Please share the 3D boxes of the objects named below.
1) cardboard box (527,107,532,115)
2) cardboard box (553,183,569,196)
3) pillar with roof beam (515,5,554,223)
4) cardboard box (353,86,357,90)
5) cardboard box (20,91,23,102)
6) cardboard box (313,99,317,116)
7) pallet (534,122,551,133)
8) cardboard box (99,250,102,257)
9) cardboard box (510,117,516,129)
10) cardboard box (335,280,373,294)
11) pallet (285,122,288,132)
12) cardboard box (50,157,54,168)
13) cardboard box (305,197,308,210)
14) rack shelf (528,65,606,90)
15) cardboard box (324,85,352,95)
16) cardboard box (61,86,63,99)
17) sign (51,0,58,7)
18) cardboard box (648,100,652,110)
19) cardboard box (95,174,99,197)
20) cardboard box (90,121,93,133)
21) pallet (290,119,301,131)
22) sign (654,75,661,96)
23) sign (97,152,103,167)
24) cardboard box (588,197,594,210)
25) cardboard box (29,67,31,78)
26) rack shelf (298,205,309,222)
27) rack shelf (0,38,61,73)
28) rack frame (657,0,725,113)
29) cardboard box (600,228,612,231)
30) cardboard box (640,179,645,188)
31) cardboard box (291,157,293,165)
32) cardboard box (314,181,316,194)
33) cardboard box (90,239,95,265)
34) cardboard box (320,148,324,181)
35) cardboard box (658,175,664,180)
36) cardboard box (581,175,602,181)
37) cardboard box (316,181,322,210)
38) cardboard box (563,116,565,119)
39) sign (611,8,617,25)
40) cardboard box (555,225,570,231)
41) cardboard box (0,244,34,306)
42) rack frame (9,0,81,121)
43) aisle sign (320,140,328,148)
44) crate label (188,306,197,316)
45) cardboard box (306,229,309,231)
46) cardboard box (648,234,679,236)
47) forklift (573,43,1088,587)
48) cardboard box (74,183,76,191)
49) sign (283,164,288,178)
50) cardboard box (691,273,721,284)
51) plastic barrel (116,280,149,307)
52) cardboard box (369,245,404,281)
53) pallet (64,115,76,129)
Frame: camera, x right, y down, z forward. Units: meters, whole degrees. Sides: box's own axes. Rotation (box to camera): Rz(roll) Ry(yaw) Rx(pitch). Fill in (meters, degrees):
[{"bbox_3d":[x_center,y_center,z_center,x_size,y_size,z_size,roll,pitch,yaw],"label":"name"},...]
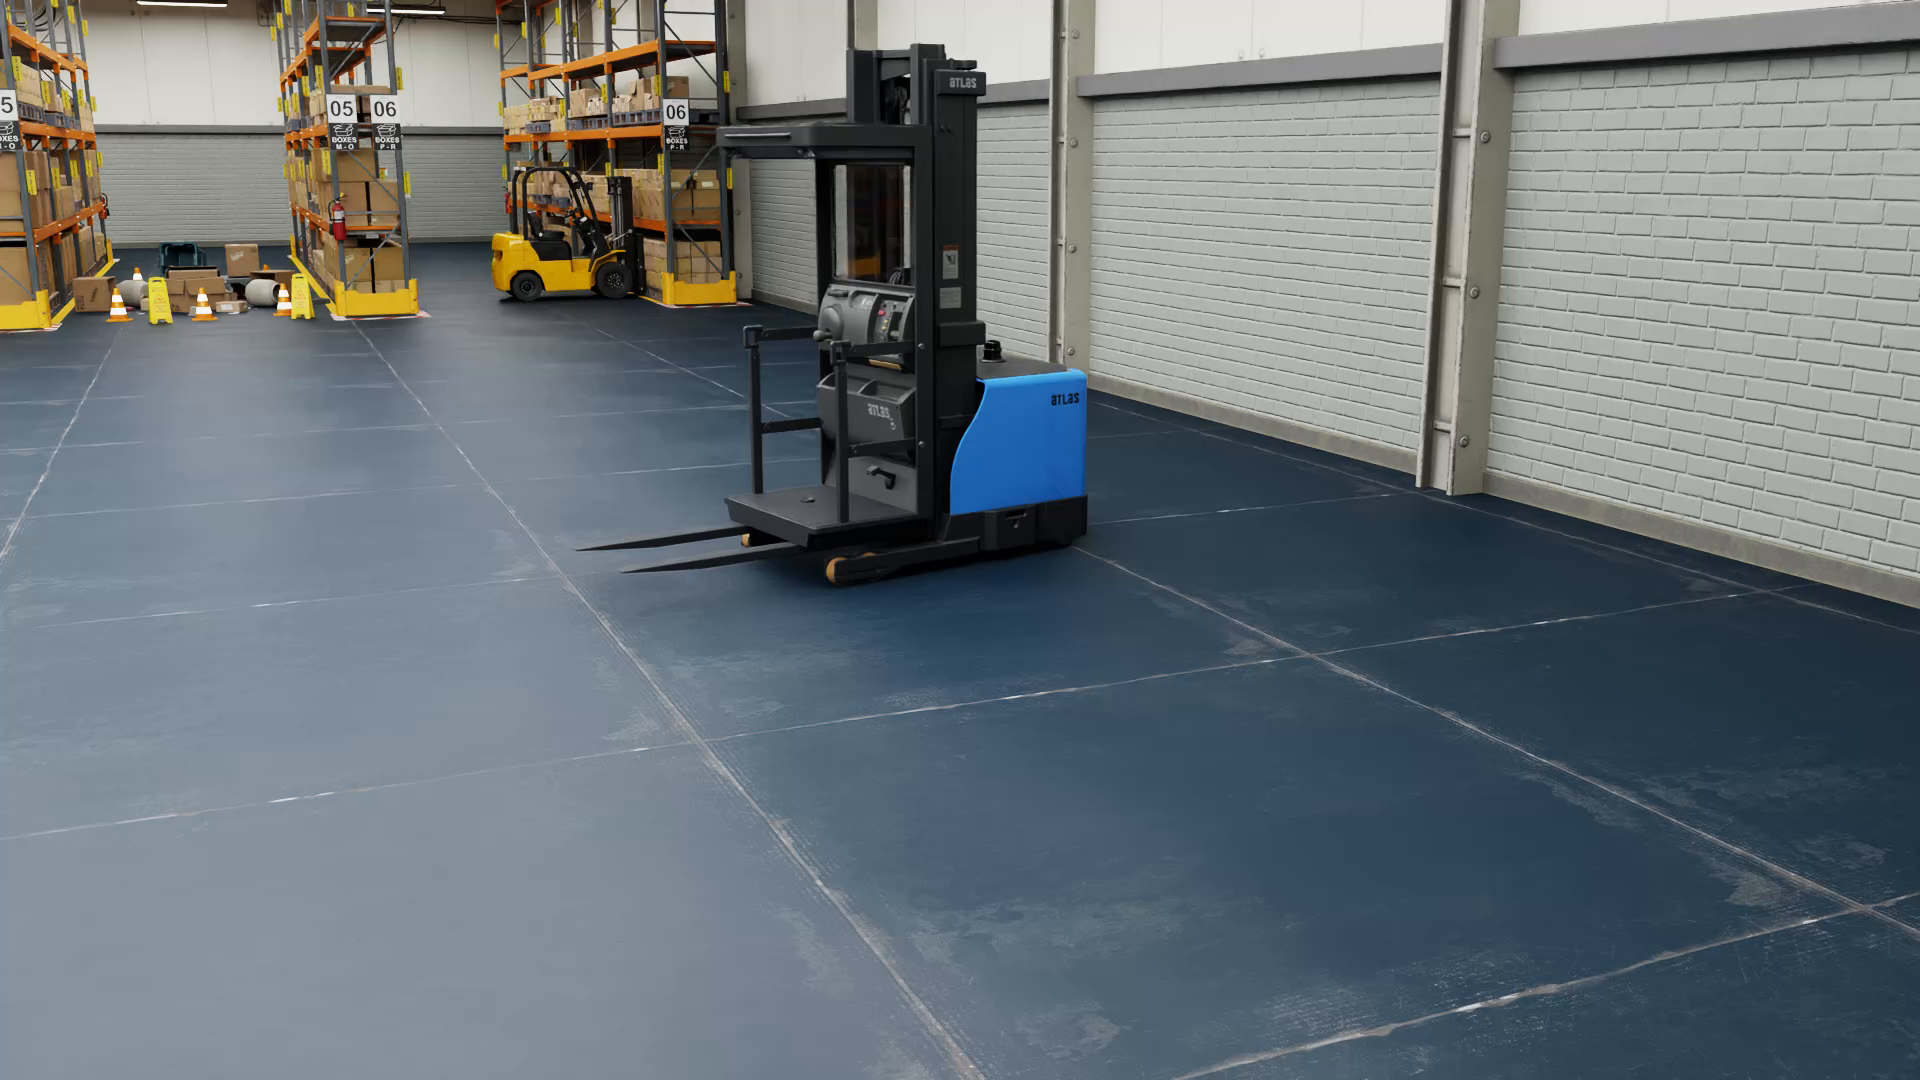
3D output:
[{"bbox_3d":[-9.323,-9.437,36.584,0.380,0.149,0.250,-5,14,-21],"label":"cardboard box"},{"bbox_3d":[-8.158,-7.295,34.638,0.500,0.250,0.500,-6,14,-26],"label":"cardboard box"},{"bbox_3d":[-14.842,-11.800,41.397,9.100,9.000,0.548,-6,14,-23],"label":"pillar with roof beam"},{"bbox_3d":[-10.458,-7.795,29.036,0.500,0.250,0.500,-6,14,-24],"label":"cardboard box"},{"bbox_3d":[-13.222,-6.150,23.039,0.380,0.149,0.250,-5,14,-22],"label":"cardboard box"},{"bbox_3d":[-10.053,-6.906,26.579,0.500,0.250,0.500,-5,14,-22],"label":"cardboard box"},{"bbox_3d":[-8.426,-8.816,35.573,1.213,0.211,1.003,-6,14,-23],"label":"pallet"},{"bbox_3d":[-18.698,-6.175,35.788,0.380,0.149,0.250,-5,14,-22],"label":"cardboard box"},{"bbox_3d":[-10.300,-9.834,39.230,0.500,0.250,0.500,-6,14,-25],"label":"cardboard box"},{"bbox_3d":[-9.360,-3.886,25.672,0.500,0.250,0.500,-6,14,-23],"label":"cardboard box"},{"bbox_3d":[-14.883,-9.444,38.068,1.003,0.211,1.213,-6,14,-23],"label":"pallet"},{"bbox_3d":[-15.898,-6.290,28.454,0.700,0.500,0.500,-6,14,-24],"label":"cardboard box"},{"bbox_3d":[-12.425,-6.534,32.280,0.500,0.250,0.500,-6,14,-25],"label":"cardboard box"},{"bbox_3d":[-8.240,-9.765,35.088,1.077,0.370,4.000,-6,14,-23],"label":"rack shelf"},{"bbox_3d":[-9.186,-6.644,24.558,0.380,0.149,0.250,-5,14,-22],"label":"cardboard box"},{"bbox_3d":[-16.596,-8.156,30.384,0.396,0.266,0.258,-6,14,-23],"label":"cardboard box"},{"bbox_3d":[-15.973,-9.564,29.311,0.100,0.325,0.005,-6,14,-23],"label":"sign"},{"bbox_3d":[-4.844,-7.058,26.965,0.380,0.149,0.250,-6,14,-25],"label":"cardboard box"},{"bbox_3d":[-18.855,-7.624,35.776,0.500,0.500,0.500,-6,14,-23],"label":"cardboard box"},{"bbox_3d":[-19.049,-8.924,35.956,0.500,0.250,0.500,-6,14,-23],"label":"cardboard box"},{"bbox_3d":[-12.291,-8.023,32.150,1.213,0.211,1.003,-5,14,-20],"label":"pallet"},{"bbox_3d":[-4.737,-7.130,26.084,0.100,0.325,0.005,-6,14,-23],"label":"sign"},{"bbox_3d":[-19.168,-8.475,37.065,0.100,0.325,0.005,-6,14,-23],"label":"sign"},{"bbox_3d":[-6.869,-6.470,32.007,0.500,0.250,0.500,-5,14,-21],"label":"cardboard box"},{"bbox_3d":[-13.934,-6.904,24.533,0.380,0.149,0.250,-6,14,-24],"label":"cardboard box"},{"bbox_3d":[-12.786,-6.588,33.779,1.077,0.370,4.000,-6,14,-23],"label":"rack shelf"},{"bbox_3d":[-15.679,-8.022,27.555,1.077,0.370,4.000,-6,14,-23],"label":"rack shelf"},{"bbox_3d":[-4.234,-8.245,26.036,1.000,3.000,0.127,-6,14,-23],"label":"rack frame"},{"bbox_3d":[-7.362,-6.413,34.602,0.380,0.149,0.250,-5,14,-20],"label":"cardboard box"},{"bbox_3d":[-5.166,-5.996,27.963,0.380,0.149,0.250,-6,14,-23],"label":"cardboard box"},{"bbox_3d":[-14.225,-8.066,36.129,0.500,0.500,0.500,-6,14,-24],"label":"cardboard box"},{"bbox_3d":[-11.179,-6.382,29.478,0.500,0.500,0.500,-5,14,-21],"label":"cardboard box"},{"bbox_3d":[-17.555,-5.741,33.134,0.500,0.500,0.500,-6,14,-24],"label":"cardboard box"},{"bbox_3d":[-9.381,-5.745,25.440,0.700,0.500,0.500,-5,14,-22],"label":"cardboard box"},{"bbox_3d":[-4.698,-5.935,27.040,0.380,0.149,0.250,-6,14,-23],"label":"cardboard box"},{"bbox_3d":[-7.230,-7.088,32.684,0.380,0.149,0.250,-5,14,-22],"label":"cardboard box"},{"bbox_3d":[-10.462,-5.777,27.796,0.500,0.500,0.500,-6,14,-23],"label":"cardboard box"},{"bbox_3d":[-7.887,-8.664,33.949,0.380,0.149,0.250,-6,14,-24],"label":"cardboard box"},{"bbox_3d":[-6.931,-10.481,33.274,0.100,0.325,0.005,-6,14,-23],"label":"sign"},{"bbox_3d":[-8.560,-6.742,36.020,0.380,0.149,0.250,-5,14,-21],"label":"cardboard box"},{"bbox_3d":[-13.608,-3.708,23.521,0.875,0.875,0.875,-6,14,-23],"label":"cardboard box"},{"bbox_3d":[-18.082,-9.807,32.785,1.000,3.000,0.127,-6,14,-23],"label":"rack frame"},{"bbox_3d":[-14.934,-9.488,38.946,0.394,0.787,0.004,-6,14,-23],"label":"aisle sign"},{"bbox_3d":[-11.387,-3.437,24.916,0.298,0.136,0.250,9,16,35],"label":"crate label"},{"bbox_3d":[-14.834,-7.007,38.746,0.875,0.438,0.875,-6,14,-25],"label":"cardboard box"},{"bbox_3d":[-5.245,-5.313,29.622,0.500,0.250,0.500,-6,14,-24],"label":"cardboard box"},{"bbox_3d":[-0.714,-1.302,9.496,3.031,2.935,1.130,-9,16,-34],"label":"forklift"},{"bbox_3d":[-17.211,-6.775,31.956,0.380,0.149,0.250,-6,14,-23],"label":"cardboard box"},{"bbox_3d":[-15.700,-8.590,38.736,0.100,0.325,0.005,-6,14,-23],"label":"sign"},{"bbox_3d":[-4.251,-4.306,27.489,0.500,0.250,0.500,-6,14,-23],"label":"cardboard box"},{"bbox_3d":[-13.018,-3.880,26.197,0.512,0.421,0.421,4,14,16],"label":"plastic barrel"},{"bbox_3d":[-8.860,-4.300,25.799,0.500,0.500,0.500,-6,14,-25],"label":"cardboard box"},{"bbox_3d":[-16.173,-7.299,29.020,1.213,0.211,1.003,-5,14,-20],"label":"pallet"}]
